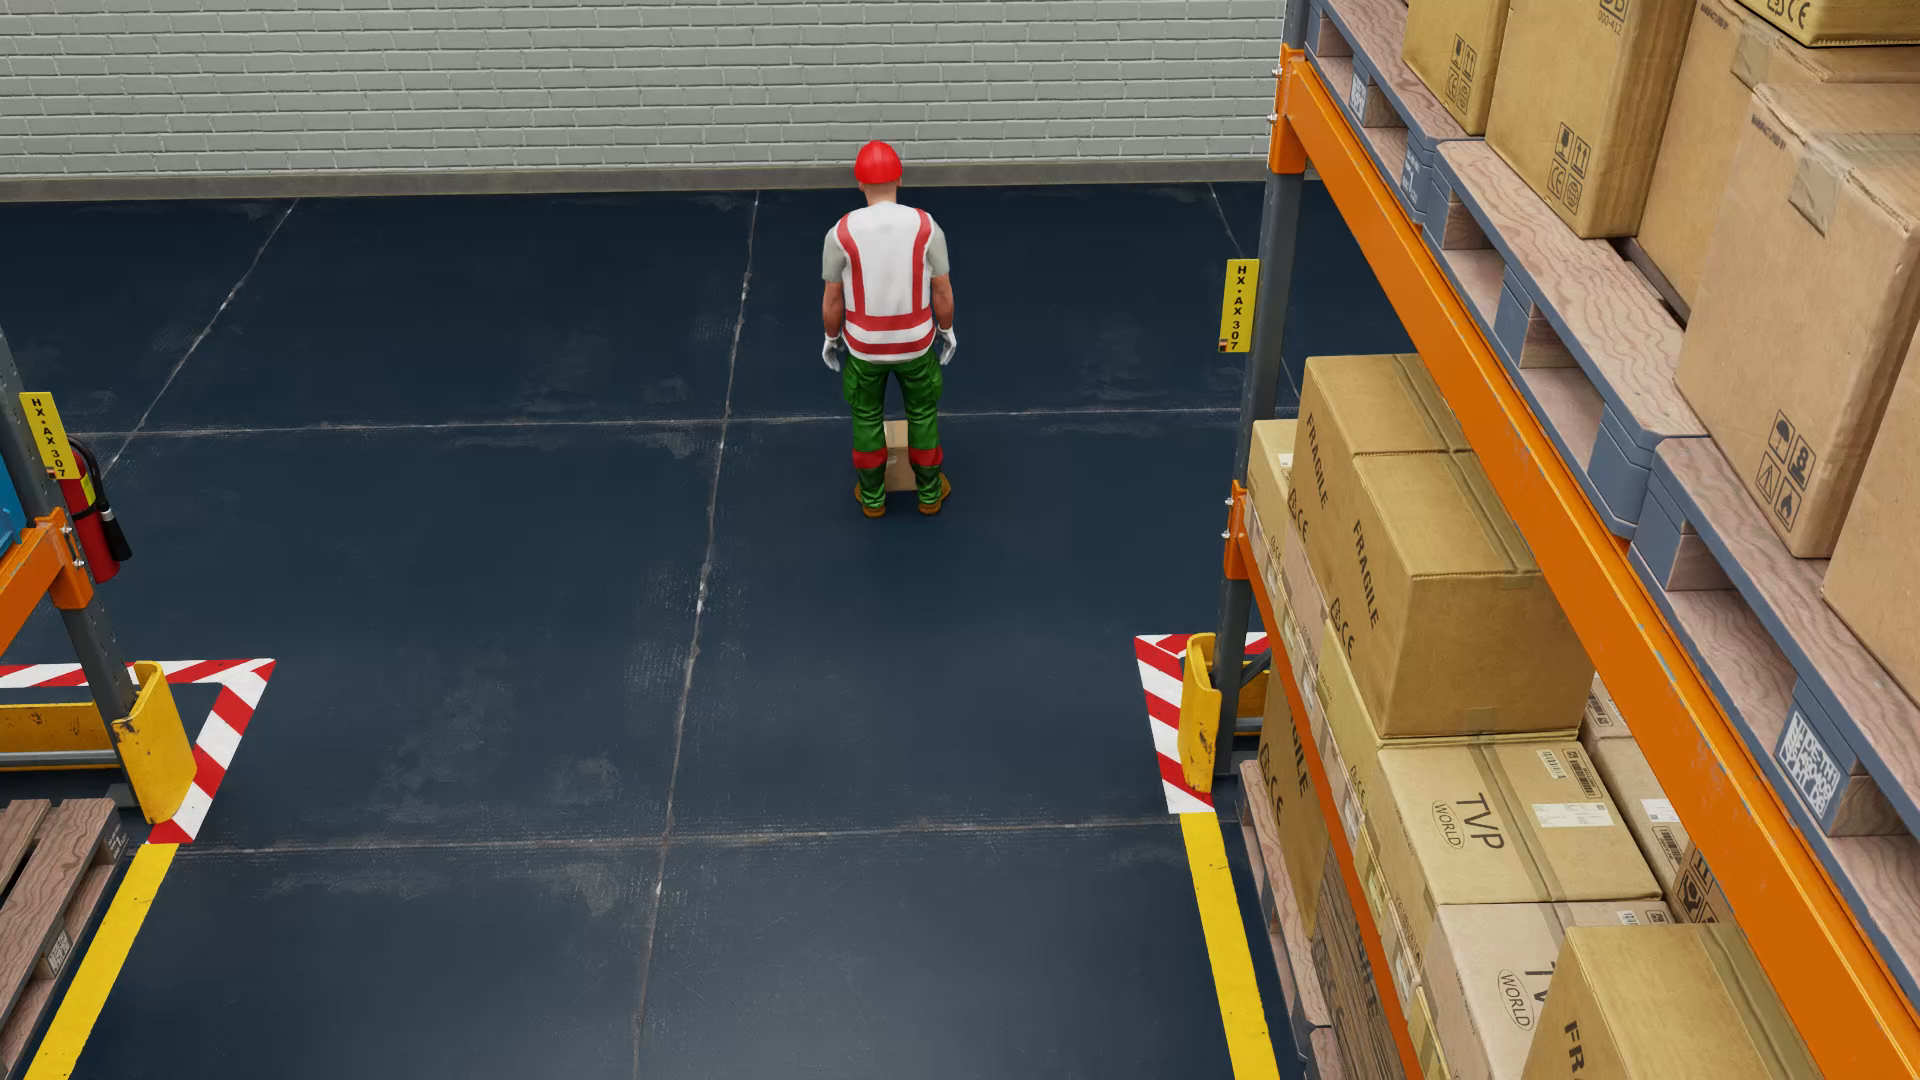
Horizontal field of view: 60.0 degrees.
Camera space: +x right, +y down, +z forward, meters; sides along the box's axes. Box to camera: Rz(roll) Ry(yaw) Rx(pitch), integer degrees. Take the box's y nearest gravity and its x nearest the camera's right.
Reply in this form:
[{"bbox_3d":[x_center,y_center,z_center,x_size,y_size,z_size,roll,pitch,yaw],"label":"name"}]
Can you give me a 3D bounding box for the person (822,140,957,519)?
[{"bbox_3d":[-0.316,-0.902,7.425,0.604,1.777,0.453,-3,35,-4],"label":"person"}]
